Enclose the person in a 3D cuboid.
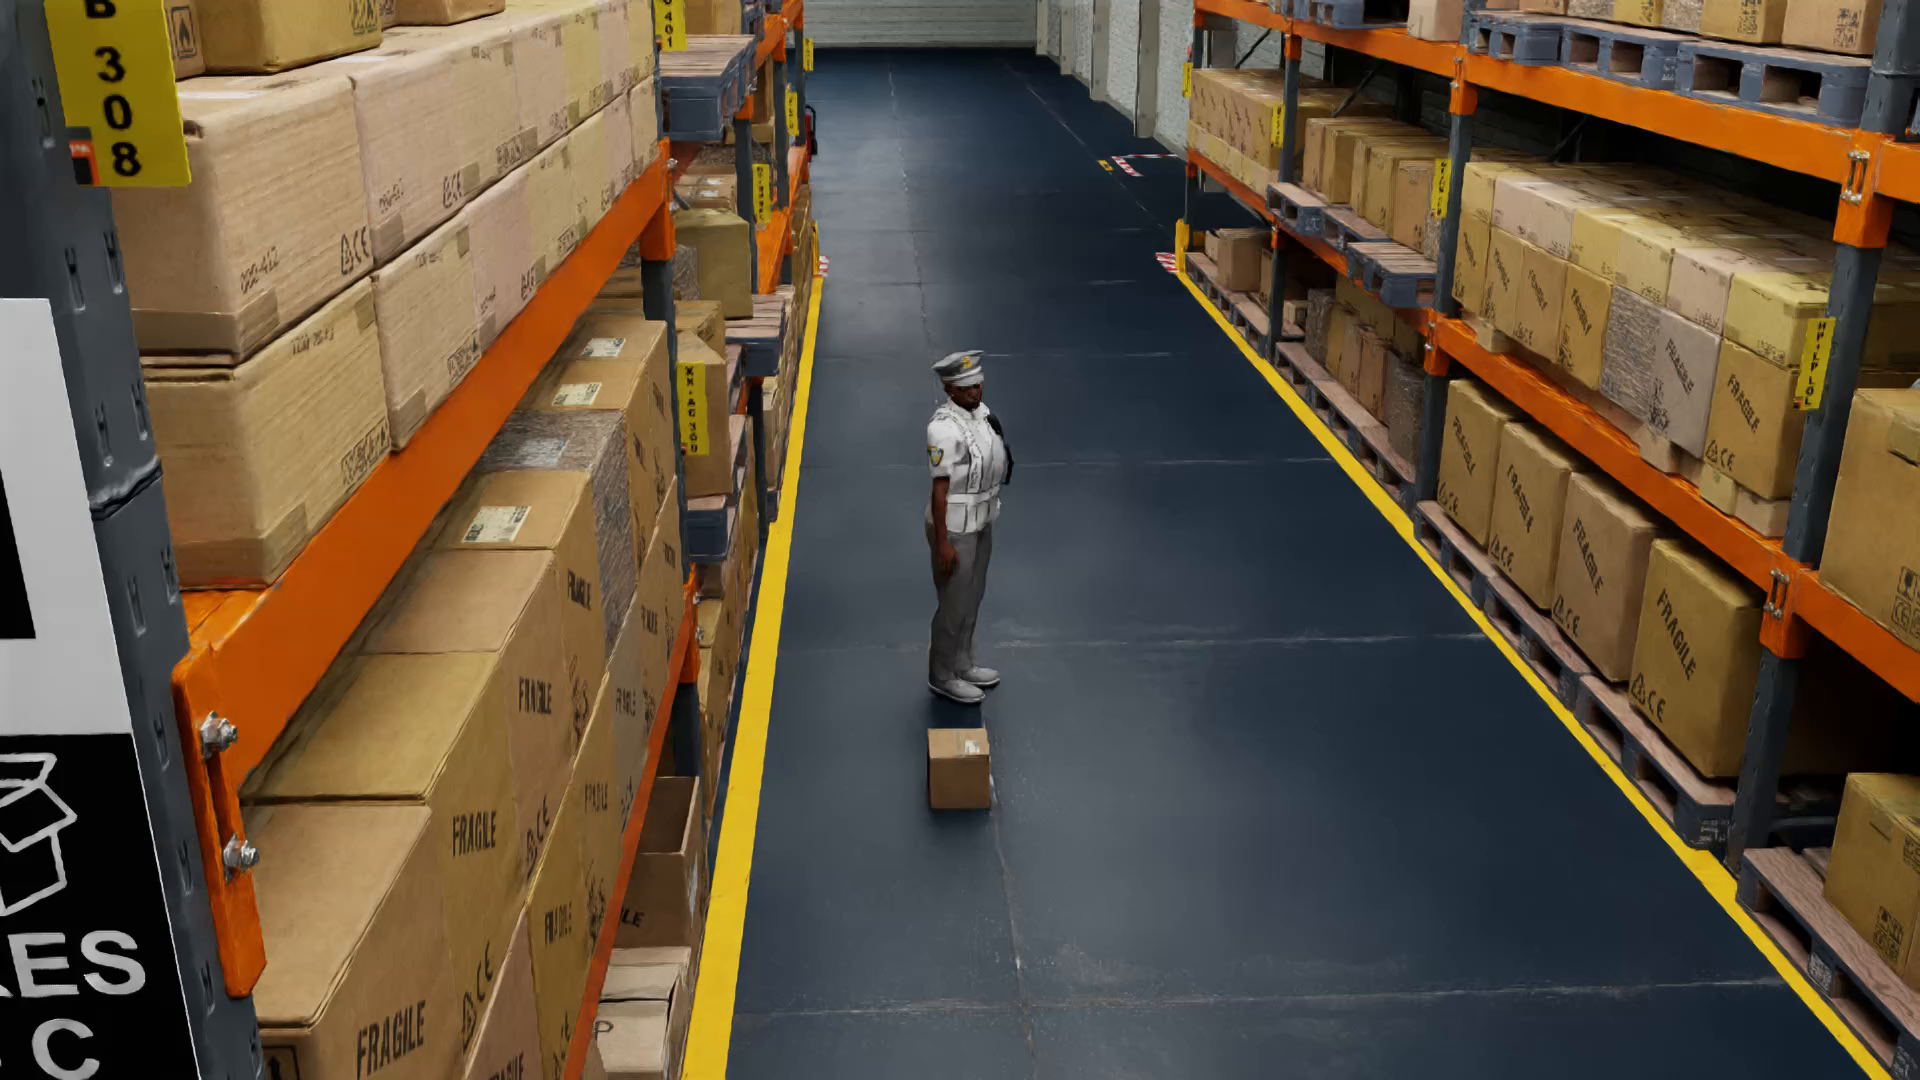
[{"bbox_3d":[0.028,-0.060,7.668,0.350,1.681,0.501,10,23,24],"label":"person"}]
